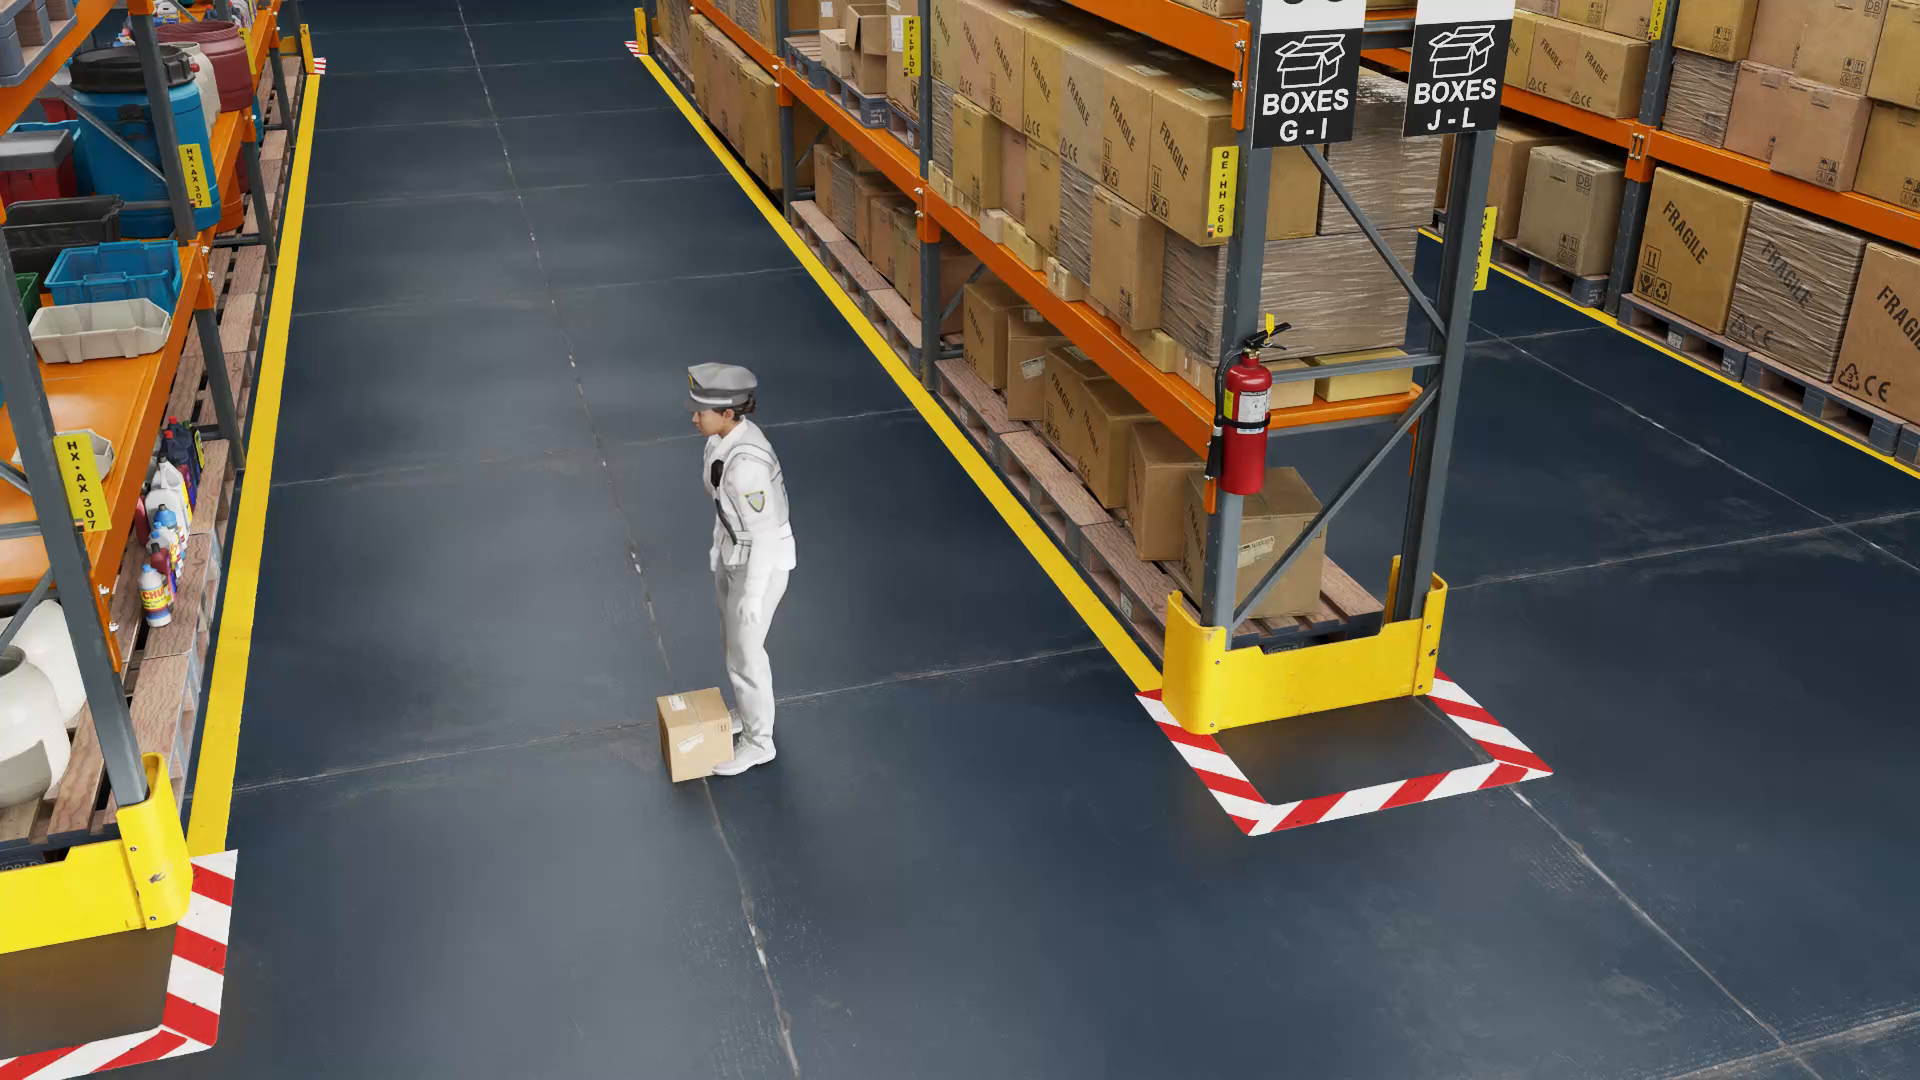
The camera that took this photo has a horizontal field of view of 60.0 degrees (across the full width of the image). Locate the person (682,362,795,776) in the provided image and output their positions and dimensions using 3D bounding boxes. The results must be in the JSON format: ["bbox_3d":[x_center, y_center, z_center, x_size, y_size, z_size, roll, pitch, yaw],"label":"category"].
[{"bbox_3d":[-0.846,0.113,6.384,0.406,1.664,0.540,-9,28,-18],"label":"person"}]
